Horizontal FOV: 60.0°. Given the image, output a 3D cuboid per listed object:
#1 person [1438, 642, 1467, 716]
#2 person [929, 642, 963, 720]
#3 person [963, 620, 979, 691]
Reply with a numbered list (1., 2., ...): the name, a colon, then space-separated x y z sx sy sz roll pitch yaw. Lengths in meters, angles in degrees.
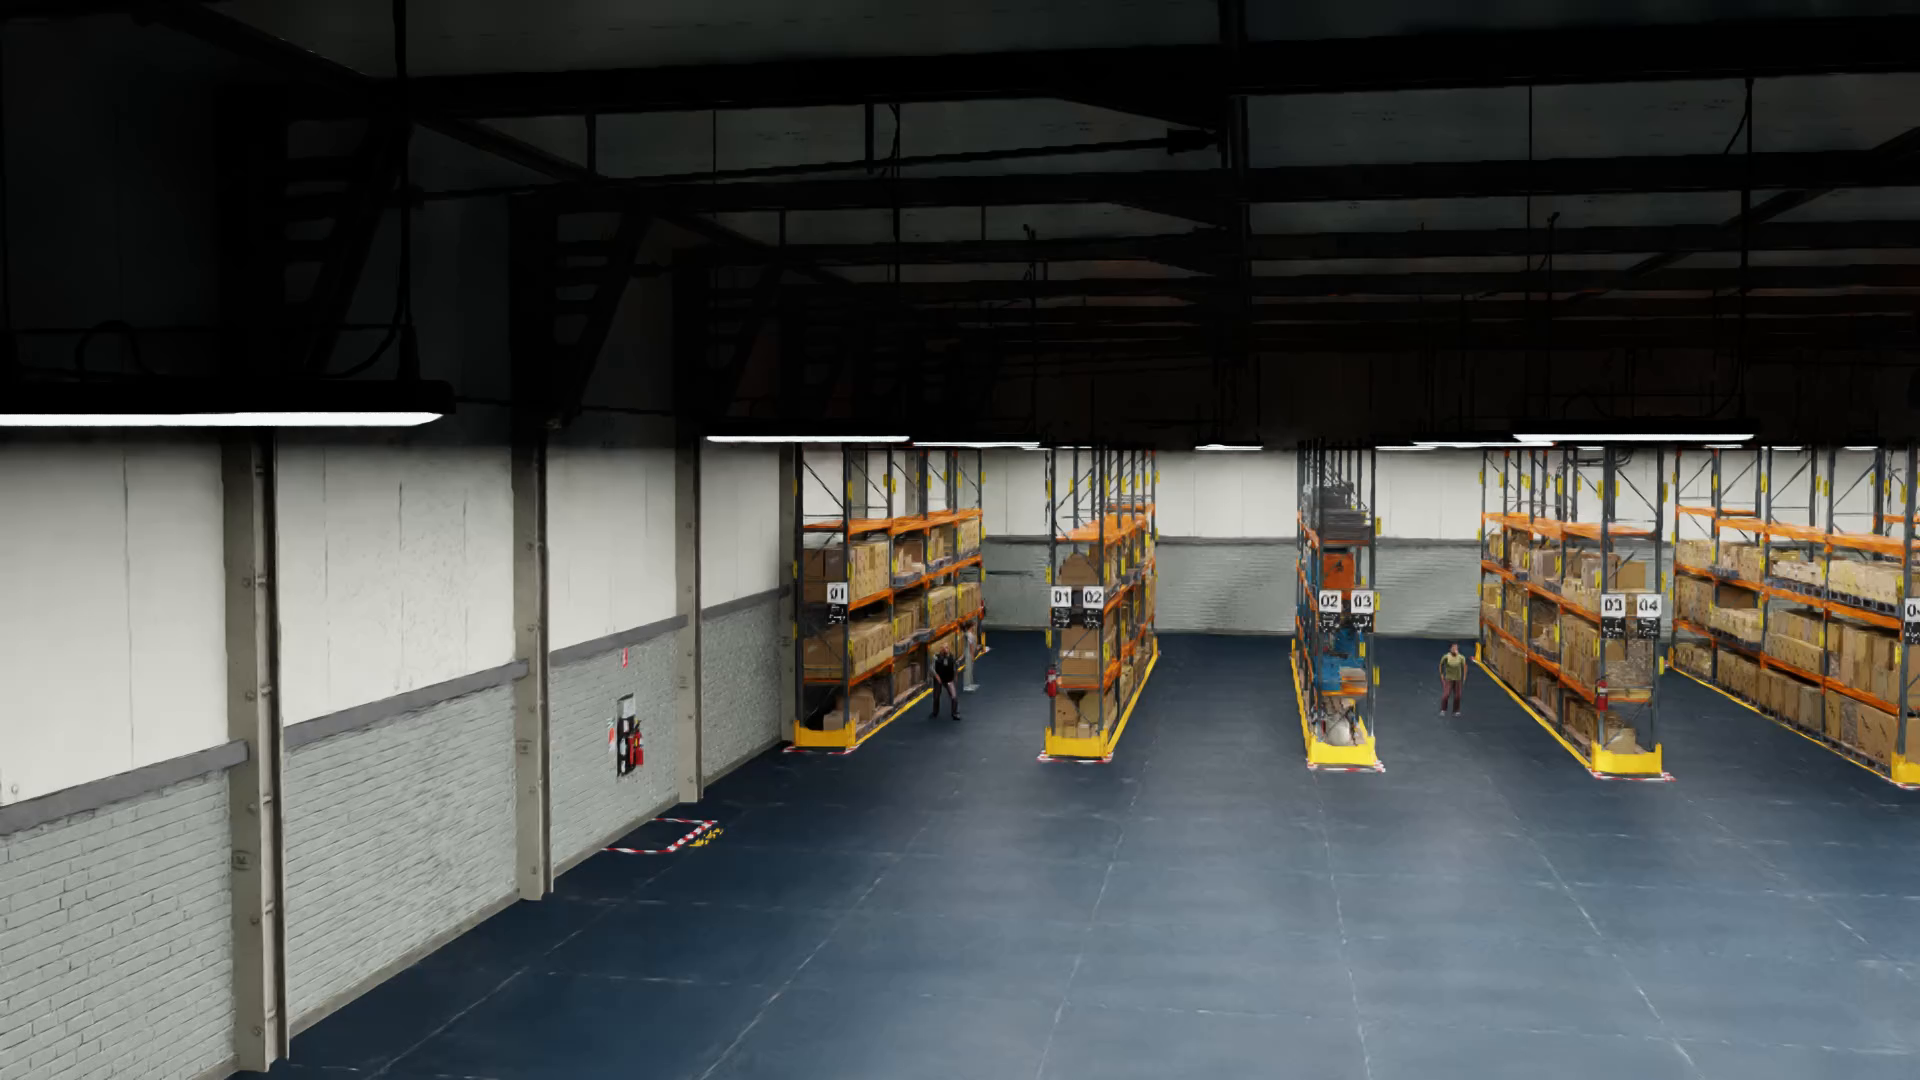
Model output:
1. person: 10.692 3.010 36.089 0.598 1.619 0.507 0 3 9
2. person: -0.330 3.001 35.597 0.688 1.659 0.825 0 3 -8
3. person: 0.264 2.754 39.933 0.457 1.675 0.531 -1 3 -13
